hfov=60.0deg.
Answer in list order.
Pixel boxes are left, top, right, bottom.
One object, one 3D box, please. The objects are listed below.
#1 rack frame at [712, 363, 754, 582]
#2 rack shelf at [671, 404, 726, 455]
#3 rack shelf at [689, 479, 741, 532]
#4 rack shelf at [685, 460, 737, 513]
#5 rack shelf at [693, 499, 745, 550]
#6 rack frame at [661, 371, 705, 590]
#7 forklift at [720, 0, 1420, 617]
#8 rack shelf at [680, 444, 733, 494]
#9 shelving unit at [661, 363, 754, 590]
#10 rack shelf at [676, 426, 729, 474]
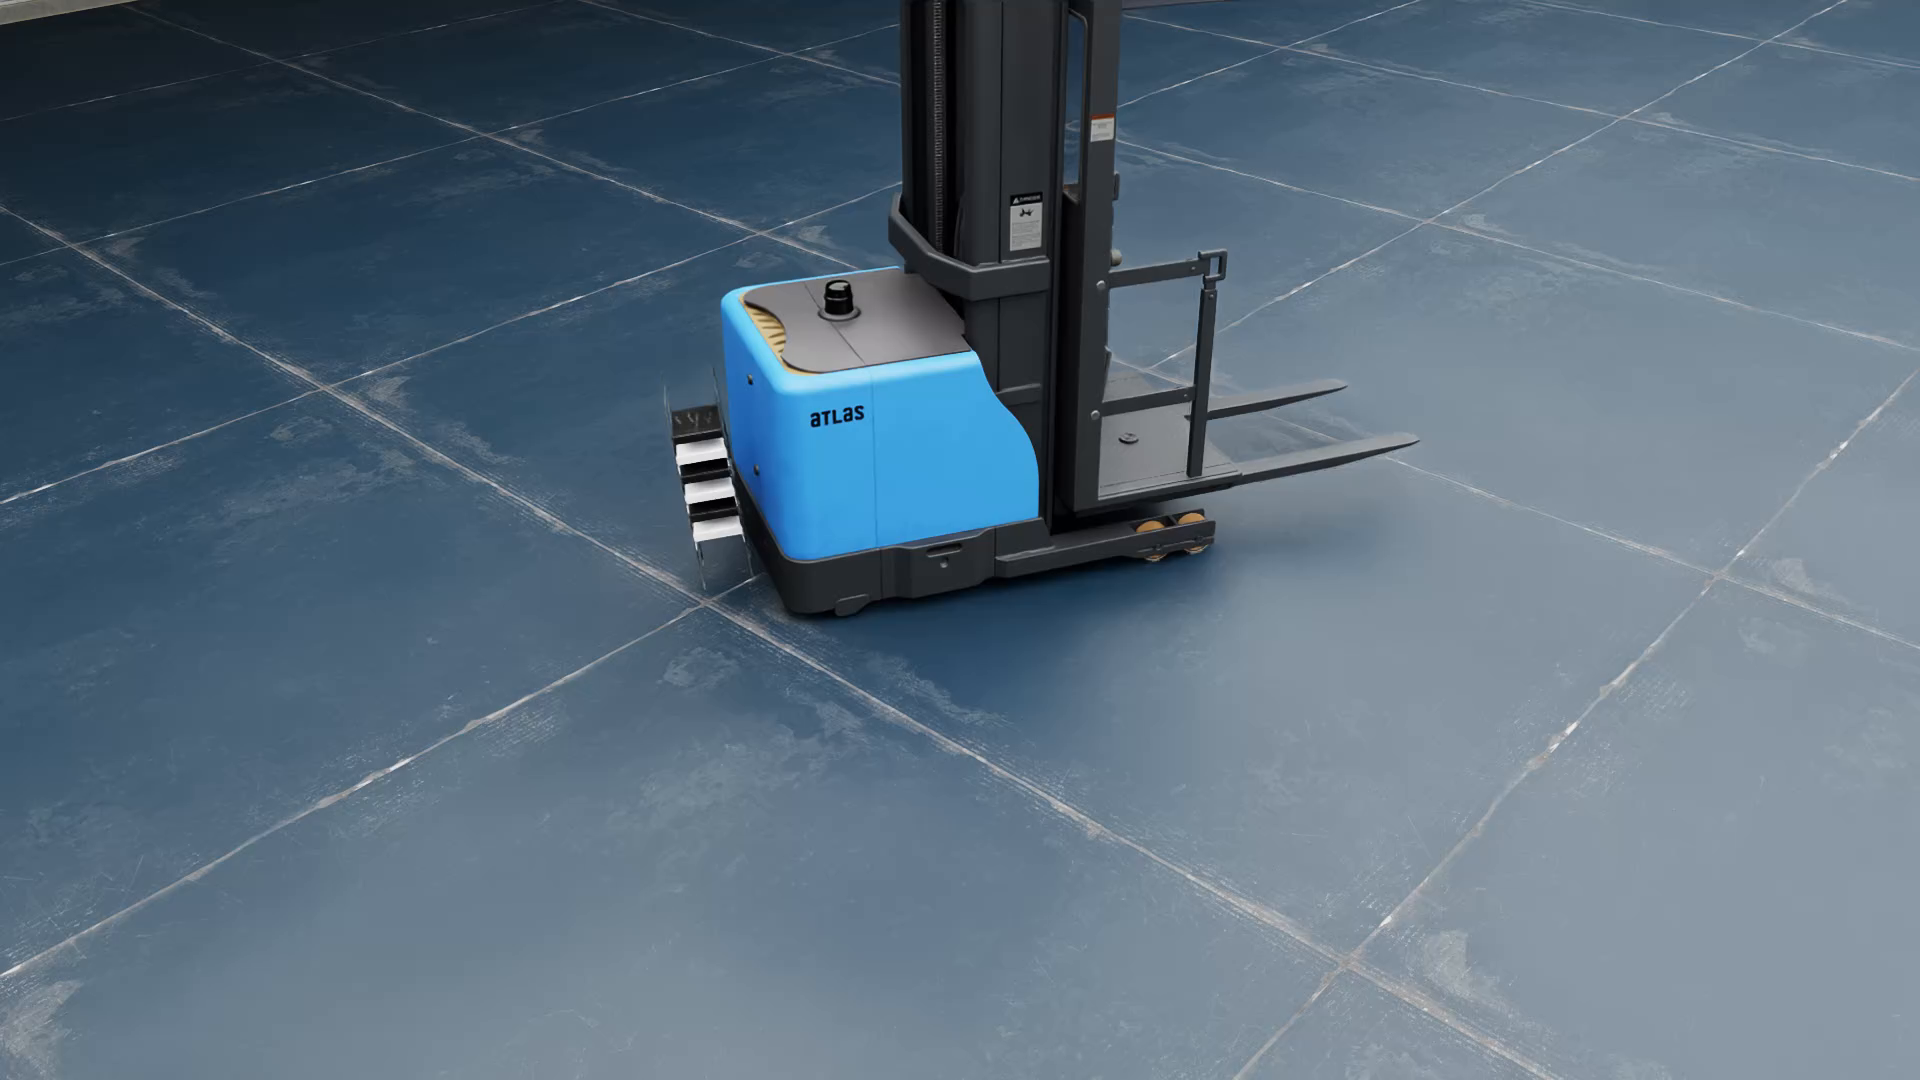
[{"bbox_3d":[-0.925,-0.267,6.784,0.006,0.900,0.240,-10,32,-5],"label":"rack frame"},{"bbox_3d":[-1.049,-0.449,6.650,0.200,0.077,0.258,-10,32,-5],"label":"rack shelf"},{"bbox_3d":[-1.012,-0.145,6.840,0.200,0.077,0.258,-10,32,-5],"label":"rack shelf"},{"bbox_3d":[-1.021,-0.221,6.793,0.200,0.077,0.258,-10,32,-5],"label":"rack shelf"},{"bbox_3d":[-1.003,-0.070,6.888,0.200,0.077,0.258,-10,32,-5],"label":"rack shelf"},{"bbox_3d":[-1.125,-0.232,6.766,0.006,0.900,0.240,-10,32,-5],"label":"rack frame"},{"bbox_3d":[0.566,-1.411,6.752,3.031,2.935,1.130,-11,33,-17],"label":"forklift"},{"bbox_3d":[-1.031,-0.297,6.745,0.200,0.077,0.258,-10,32,-5],"label":"rack shelf"},{"bbox_3d":[-1.025,-0.249,6.775,0.210,0.900,0.258,-10,32,-5],"label":"shelving unit"},{"bbox_3d":[-1.040,-0.373,6.698,0.200,0.077,0.258,-10,32,-5],"label":"rack shelf"}]
